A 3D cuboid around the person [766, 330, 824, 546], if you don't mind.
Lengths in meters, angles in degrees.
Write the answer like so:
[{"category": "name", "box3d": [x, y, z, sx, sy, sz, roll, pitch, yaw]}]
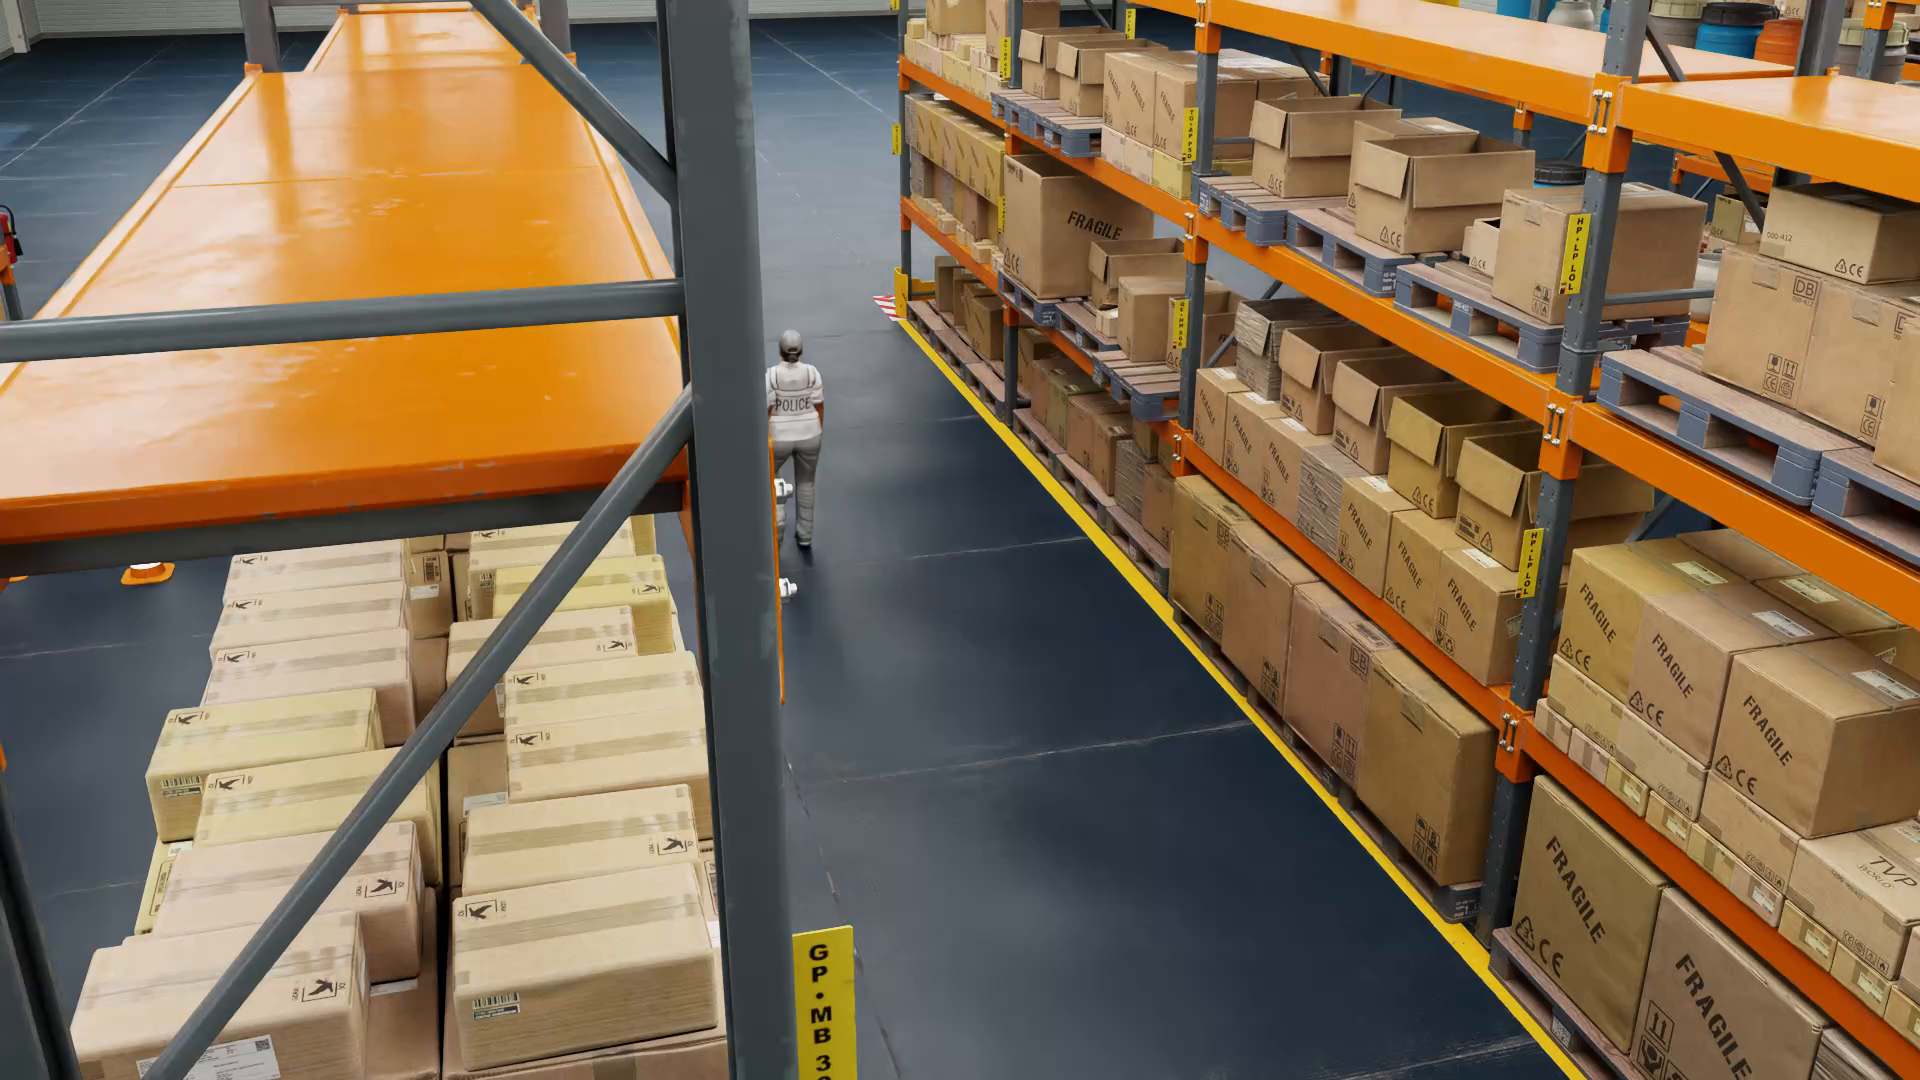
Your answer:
[{"category": "person", "box3d": [-1.250, -0.759, 12.391, 0.479, 1.687, 0.457, -5, 24, -11]}]
